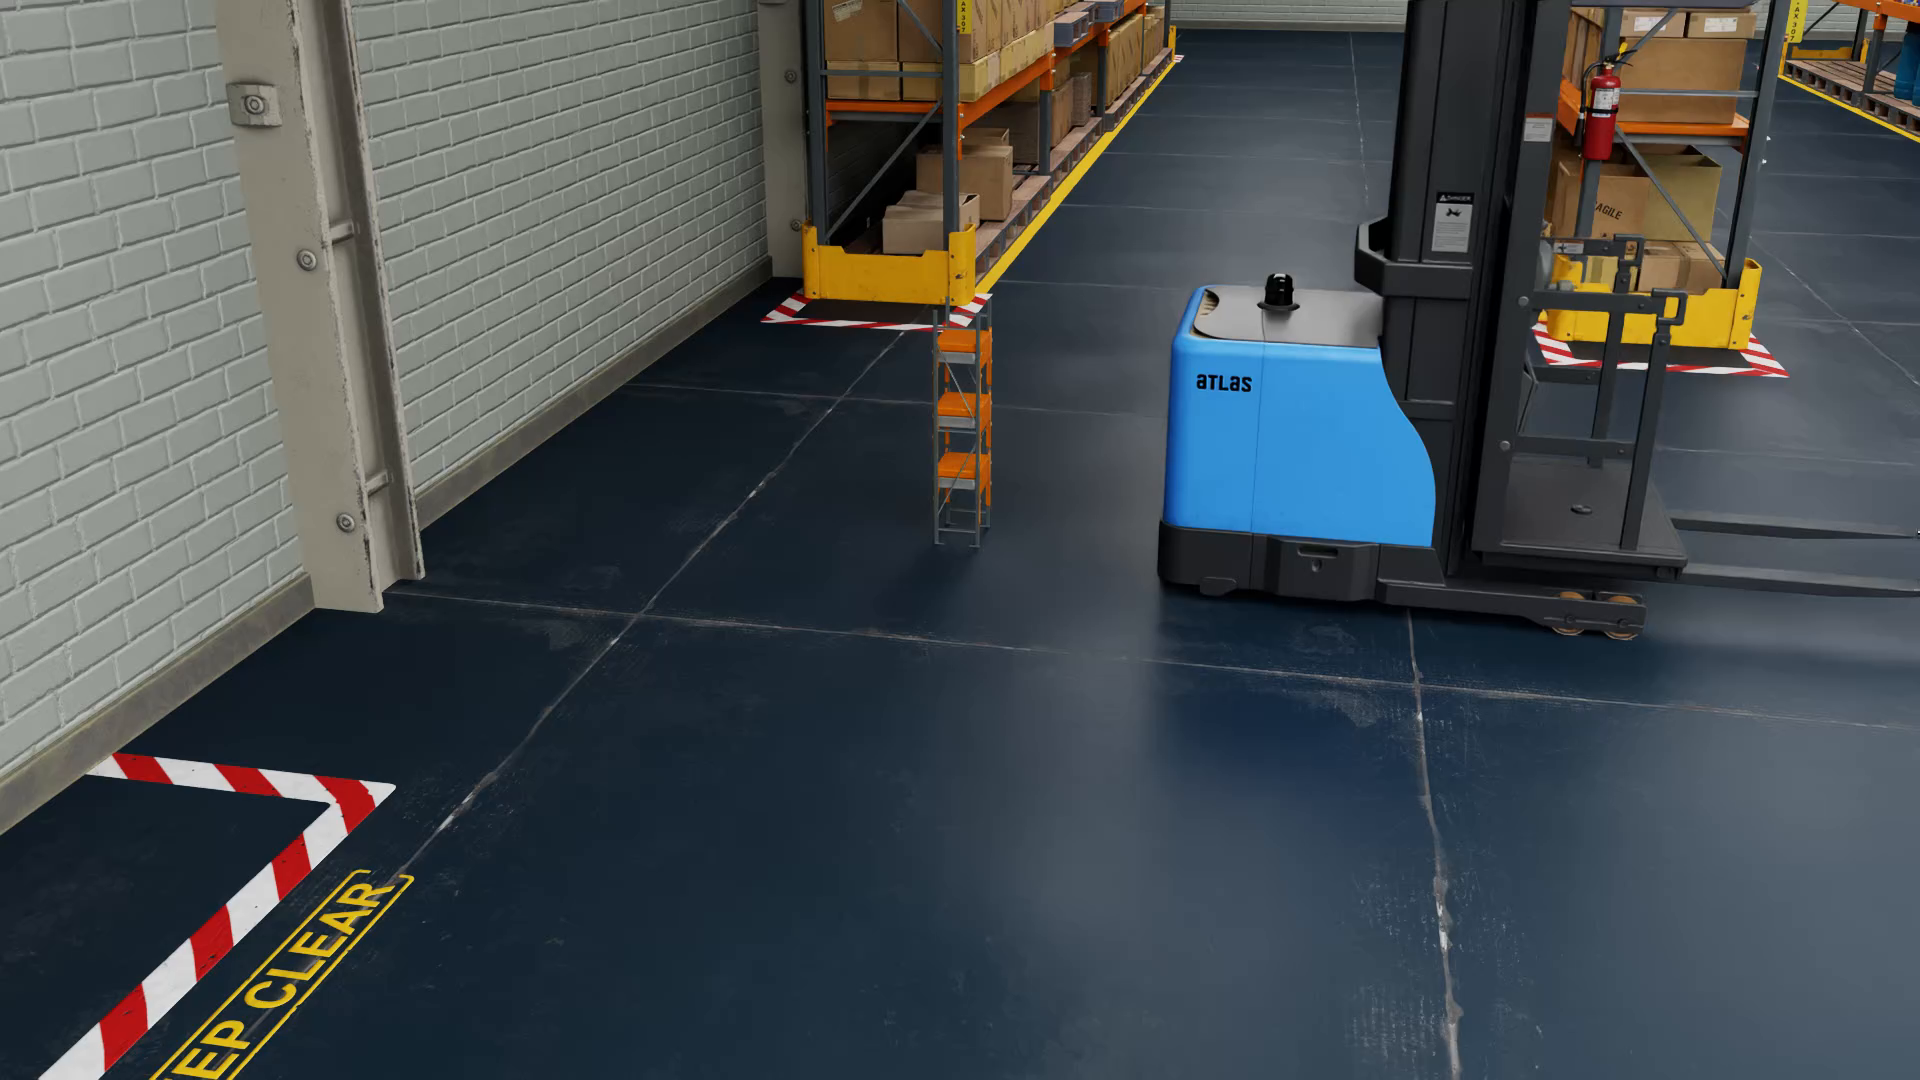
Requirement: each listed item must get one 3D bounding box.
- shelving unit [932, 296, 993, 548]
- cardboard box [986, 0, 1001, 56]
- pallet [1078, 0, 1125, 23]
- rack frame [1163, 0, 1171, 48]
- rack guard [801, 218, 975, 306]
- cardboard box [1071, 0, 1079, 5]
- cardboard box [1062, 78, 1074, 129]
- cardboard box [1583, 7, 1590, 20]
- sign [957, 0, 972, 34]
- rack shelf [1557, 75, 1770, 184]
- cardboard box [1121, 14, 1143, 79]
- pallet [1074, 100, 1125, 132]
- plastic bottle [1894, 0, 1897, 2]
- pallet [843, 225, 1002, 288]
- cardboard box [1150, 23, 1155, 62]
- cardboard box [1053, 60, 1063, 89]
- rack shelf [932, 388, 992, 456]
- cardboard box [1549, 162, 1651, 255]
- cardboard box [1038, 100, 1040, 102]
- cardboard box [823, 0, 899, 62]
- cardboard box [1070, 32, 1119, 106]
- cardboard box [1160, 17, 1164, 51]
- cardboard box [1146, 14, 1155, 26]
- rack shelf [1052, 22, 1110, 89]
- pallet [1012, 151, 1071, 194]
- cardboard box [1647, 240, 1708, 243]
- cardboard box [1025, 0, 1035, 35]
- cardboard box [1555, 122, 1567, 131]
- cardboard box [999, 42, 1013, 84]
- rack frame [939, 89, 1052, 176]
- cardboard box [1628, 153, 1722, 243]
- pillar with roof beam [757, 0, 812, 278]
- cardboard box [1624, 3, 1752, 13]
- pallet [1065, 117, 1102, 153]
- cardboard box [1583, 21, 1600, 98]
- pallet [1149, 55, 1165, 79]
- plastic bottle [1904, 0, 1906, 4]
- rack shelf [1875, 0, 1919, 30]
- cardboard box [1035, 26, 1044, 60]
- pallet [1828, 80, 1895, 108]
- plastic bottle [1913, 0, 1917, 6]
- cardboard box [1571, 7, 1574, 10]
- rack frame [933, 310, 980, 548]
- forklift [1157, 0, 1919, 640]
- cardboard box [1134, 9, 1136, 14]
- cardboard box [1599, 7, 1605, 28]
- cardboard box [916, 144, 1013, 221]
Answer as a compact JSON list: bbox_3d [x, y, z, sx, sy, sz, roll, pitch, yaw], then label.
[{"bbox_3d":[0.011,-0.507,7.206,0.215,1.050,0.252,4,22,11],"label":"shelving unit"},{"bbox_3d":[-0.004,-3.676,11.636,0.500,0.500,0.500,5,22,11],"label":"cardboard box"},{"bbox_3d":[1.085,-5.625,17.561,1.213,0.211,1.003,4,22,11],"label":"pallet"},{"bbox_3d":[2.758,-8.908,25.458,1.000,3.000,0.127,4,22,11],"label":"rack frame"},{"bbox_3d":[-0.491,-1.925,11.464,1.175,0.500,0.348,4,22,11],"label":"rack guard"},{"bbox_3d":[0.807,-5.603,16.528,0.700,0.500,0.500,4,22,11],"label":"cardboard box"},{"bbox_3d":[0.811,-4.580,17.468,0.700,0.500,0.500,4,22,11],"label":"cardboard box"},{"bbox_3d":[4.498,-3.656,11.413,0.380,0.149,0.250,5,22,12],"label":"cardboard box"},{"bbox_3d":[0.025,-3.417,10.664,0.100,0.325,0.005,4,22,11],"label":"sign"},{"bbox_3d":[4.752,-3.078,11.945,1.077,0.370,4.000,4,22,11],"label":"rack shelf"},{"bbox_3d":[1.937,-6.395,21.534,0.750,0.750,0.750,5,22,12],"label":"cardboard box"},{"bbox_3d":[1.360,-4.972,19.416,1.003,0.211,1.213,4,22,11],"label":"pallet"},{"bbox_3d":[11.148,-6.534,19.720,0.061,0.283,0.133,4,22,11],"label":"plastic bottle"},{"bbox_3d":[-0.291,-2.085,12.249,1.003,0.211,1.213,4,22,11],"label":"pallet"},{"bbox_3d":[2.408,-7.117,23.795,0.700,0.500,0.500,5,22,12],"label":"cardboard box"},{"bbox_3d":[0.752,-4.715,16.800,0.500,0.250,0.500,4,22,11],"label":"cardboard box"},{"bbox_3d":[0.011,-0.497,7.210,0.215,0.259,0.240,4,22,11],"label":"rack shelf"},{"bbox_3d":[4.162,-2.167,10.832,0.500,0.500,0.500,4,22,11],"label":"cardboard box"},{"bbox_3d":[0.500,-4.027,16.096,0.700,0.500,0.500,4,22,10],"label":"cardboard box"},{"bbox_3d":[-0.619,-3.533,11.281,0.500,0.500,0.500,4,22,10],"label":"cardboard box"},{"bbox_3d":[1.404,-5.439,19.159,0.750,0.750,0.750,4,22,10],"label":"cardboard box"},{"bbox_3d":[2.713,-7.680,25.192,0.700,0.500,0.500,4,22,11],"label":"cardboard box"},{"bbox_3d":[2.550,-7.350,23.503,0.380,0.149,0.250,4,22,9],"label":"cardboard box"},{"bbox_3d":[0.718,-4.917,16.511,1.077,0.370,4.000,4,22,11],"label":"rack shelf"},{"bbox_3d":[0.467,-3.511,15.789,1.003,0.211,1.213,4,22,11],"label":"pallet"},{"bbox_3d":[4.769,-1.962,11.329,0.500,0.250,0.500,4,22,11],"label":"cardboard box"},{"bbox_3d":[0.306,-4.244,13.047,0.500,0.500,0.500,4,22,9],"label":"cardboard box"},{"bbox_3d":[4.555,-2.899,12.652,0.500,0.500,0.500,4,22,11],"label":"cardboard box"},{"bbox_3d":[0.106,-3.528,12.271,0.500,0.250,0.500,4,22,10],"label":"cardboard box"},{"bbox_3d":[0.310,-4.520,14.561,1.000,3.000,0.127,4,22,11],"label":"rack frame"},{"bbox_3d":[4.771,-2.310,11.188,0.500,0.500,0.500,4,22,11],"label":"cardboard box"},{"bbox_3d":[3.004,-5.833,9.792,9.100,9.000,0.400,4,22,11],"label":"pillar with roof beam"},{"bbox_3d":[4.462,-3.518,10.203,0.700,0.500,0.500,5,22,11],"label":"cardboard box"},{"bbox_3d":[0.965,-4.403,18.005,1.003,0.211,1.213,4,22,11],"label":"pallet"},{"bbox_3d":[4.661,-3.270,11.324,0.700,0.500,0.500,5,22,11],"label":"cardboard box"},{"bbox_3d":[2.421,-6.872,24.133,1.003,0.211,1.213,4,22,11],"label":"pallet"},{"bbox_3d":[11.095,-6.401,19.404,0.097,0.271,0.097,0,22,0],"label":"plastic bottle"},{"bbox_3d":[11.232,-5.625,18.268,1.077,0.370,4.000,4,22,11],"label":"rack shelf"},{"bbox_3d":[0.400,-4.081,13.647,0.500,0.250,0.500,5,22,11],"label":"cardboard box"},{"bbox_3d":[11.753,-5.669,21.146,1.003,0.211,1.213,4,22,11],"label":"pallet"},{"bbox_3d":[11.028,-6.248,19.118,0.097,0.201,0.097,0,22,0],"label":"plastic bottle"},{"bbox_3d":[4.656,-3.936,12.108,0.380,0.149,0.250,4,22,9],"label":"cardboard box"},{"bbox_3d":[-0.014,-0.462,7.095,0.200,1.050,0.008,4,22,11],"label":"rack frame"},{"bbox_3d":[2.381,-1.192,6.391,3.031,2.935,1.130,5,22,12],"label":"forklift"},{"bbox_3d":[2.389,-7.765,24.534,0.380,0.149,0.250,5,22,11],"label":"cardboard box"},{"bbox_3d":[4.339,-3.371,10.707,0.380,0.149,0.250,4,22,10],"label":"cardboard box"},{"bbox_3d":[0.038,-2.820,13.099,0.700,0.500,0.500,3,22,8],"label":"cardboard box"}]
